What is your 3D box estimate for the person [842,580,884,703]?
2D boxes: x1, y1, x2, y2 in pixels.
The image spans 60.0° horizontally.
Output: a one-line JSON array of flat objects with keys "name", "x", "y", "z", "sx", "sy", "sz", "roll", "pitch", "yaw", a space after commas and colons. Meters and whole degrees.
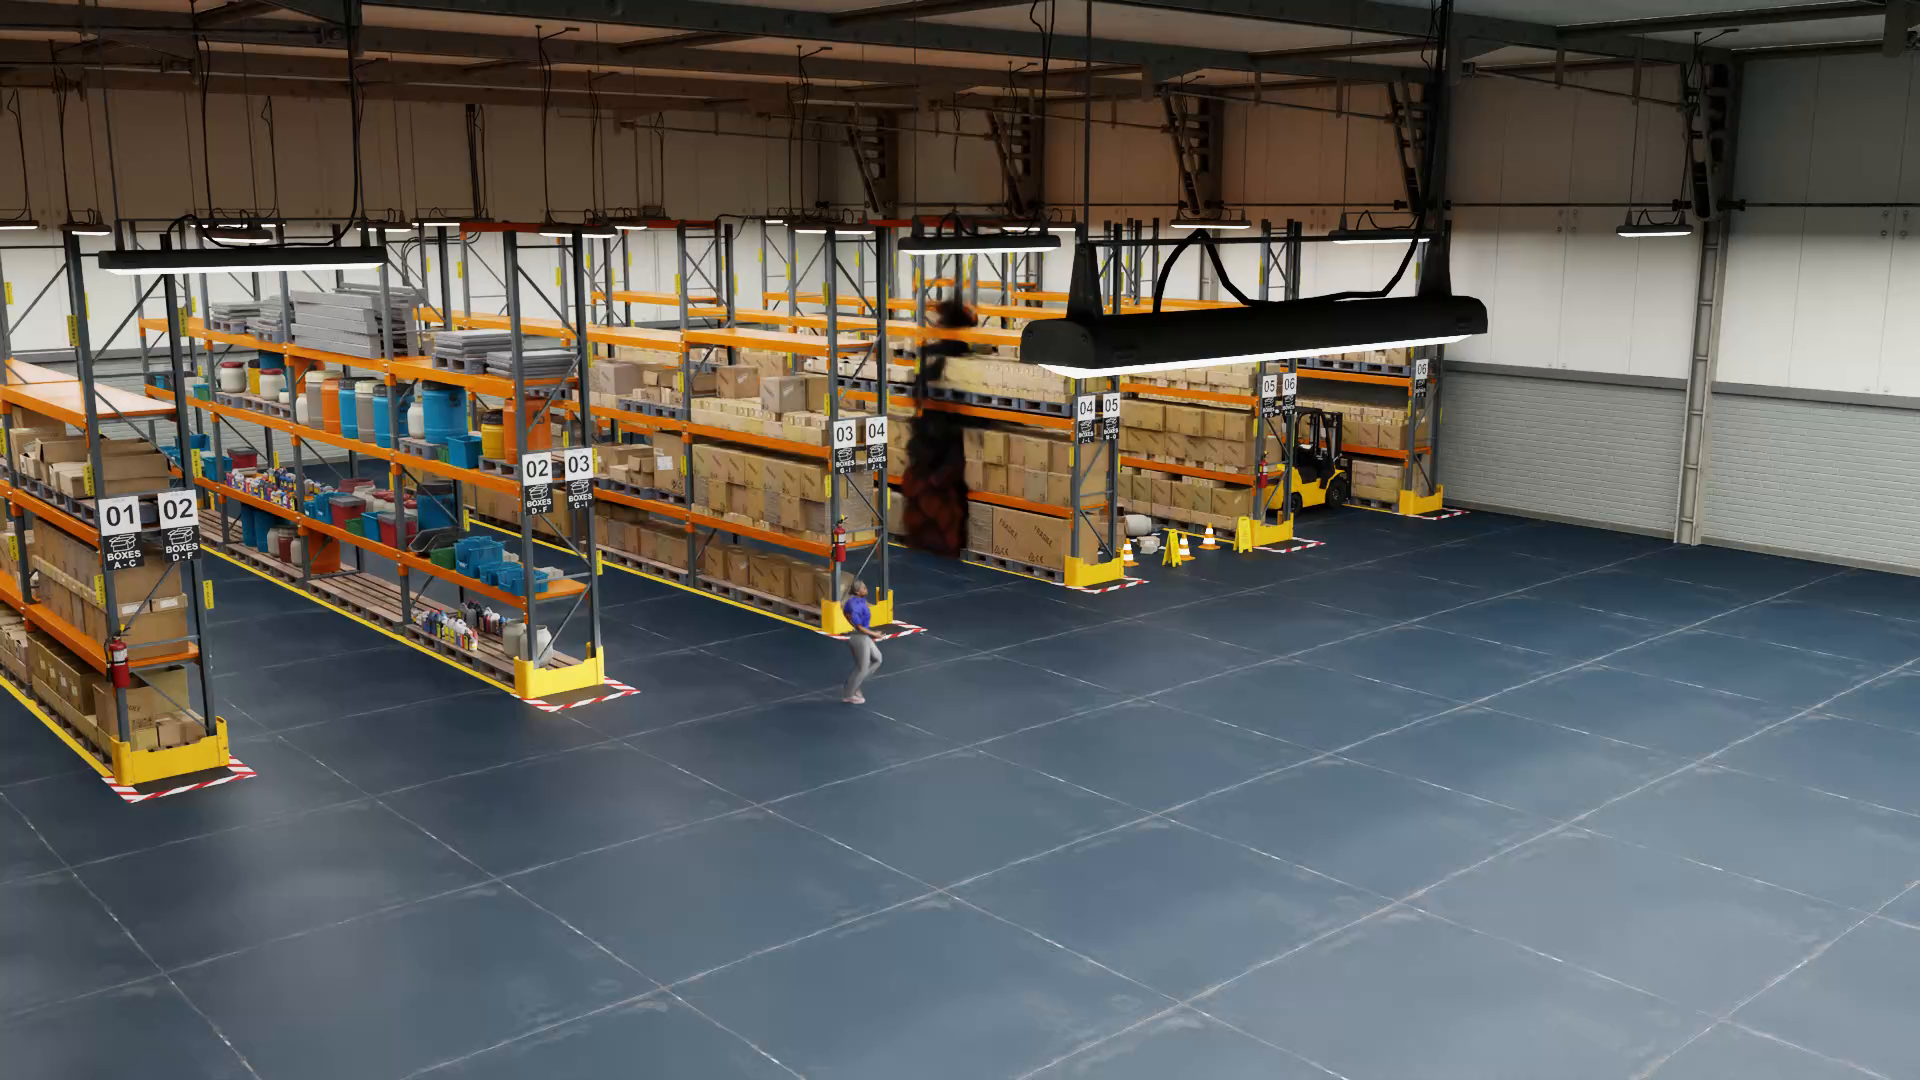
[{"name": "person", "x": -1.252, "y": 1.292, "z": 21.393, "sx": 0.544, "sy": 1.615, "sz": 0.590, "roll": -1, "pitch": 12, "yaw": -7}]

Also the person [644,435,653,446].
[{"name": "person", "x": -7.657, "y": -2.770, "z": 41.232, "sx": 0.612, "sy": 1.761, "sz": 0.691, "roll": 3, "pitch": 12, "yaw": 13}]
